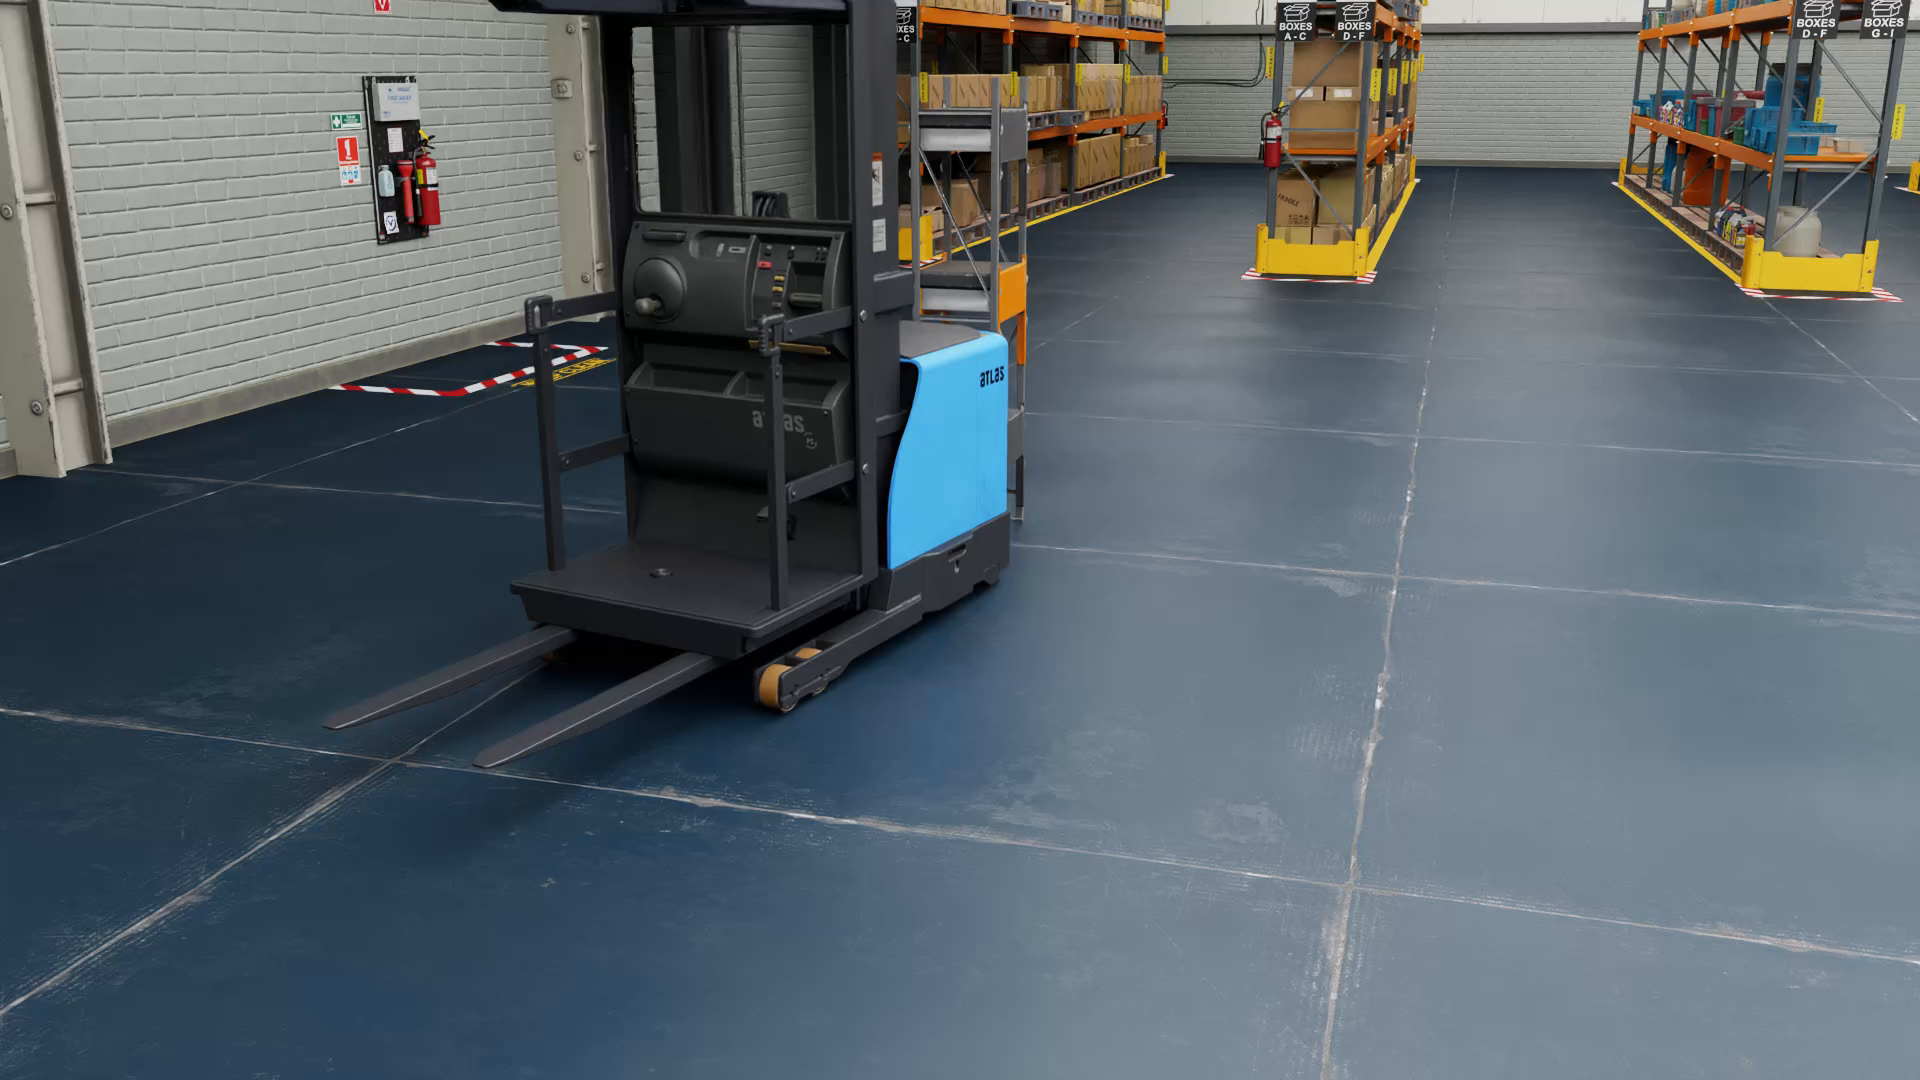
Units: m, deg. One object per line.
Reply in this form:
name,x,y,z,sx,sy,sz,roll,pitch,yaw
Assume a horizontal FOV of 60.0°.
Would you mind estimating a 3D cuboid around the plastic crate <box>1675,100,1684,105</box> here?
plastic crate,12.583,-7.461,28.746,0.437,0.282,0.530,5,16,16

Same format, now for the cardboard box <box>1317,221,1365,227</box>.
cardboard box,4.318,-3.483,18.882,0.500,0.250,0.500,5,16,16

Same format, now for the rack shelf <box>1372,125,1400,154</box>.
rack shelf,5.519,-5.574,23.301,1.077,0.370,4.000,5,16,16

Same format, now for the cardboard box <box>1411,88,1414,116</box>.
cardboard box,7.917,-7.915,30.053,0.500,0.500,0.500,5,16,16

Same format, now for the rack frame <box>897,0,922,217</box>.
rack frame,-0.936,-4.733,19.019,1.000,3.000,0.127,5,16,16

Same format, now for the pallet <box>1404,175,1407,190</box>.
pallet,7.765,-6.648,30.880,1.003,0.211,1.213,5,16,16

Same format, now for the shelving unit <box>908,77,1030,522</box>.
shelving unit,0.047,-1.053,7.696,0.431,2.100,0.503,5,16,16

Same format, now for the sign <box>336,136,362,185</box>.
sign,-4.267,-2.651,11.612,0.001,0.329,0.234,5,16,16

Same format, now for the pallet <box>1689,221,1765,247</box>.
pallet,9.885,-3.878,21.116,1.003,0.211,1.213,5,16,16

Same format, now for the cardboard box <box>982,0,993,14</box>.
cardboard box,0.138,-6.998,21.287,0.500,0.500,0.500,3,16,11

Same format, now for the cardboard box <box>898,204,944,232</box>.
cardboard box,-0.492,-3.974,20.466,0.500,0.311,0.500,6,17,20

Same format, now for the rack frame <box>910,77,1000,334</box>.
rack frame,-0.022,-0.990,7.470,0.400,2.100,0.015,5,16,16

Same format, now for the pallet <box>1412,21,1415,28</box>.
pallet,6.972,-8.677,27.771,1.213,0.211,1.003,5,16,16

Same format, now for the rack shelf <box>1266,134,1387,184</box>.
rack shelf,4.382,-4.527,19.611,1.077,0.370,4.000,5,16,16

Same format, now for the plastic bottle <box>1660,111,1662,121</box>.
plastic bottle,11.406,-6.879,26.951,0.097,0.201,0.097,0,16,0

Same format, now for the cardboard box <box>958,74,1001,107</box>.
cardboard box,0.226,-5.799,21.642,0.500,0.500,0.500,5,16,16

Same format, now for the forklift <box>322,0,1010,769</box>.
forklift,-0.925,-0.955,5.827,1.130,2.935,3.031,8,18,27

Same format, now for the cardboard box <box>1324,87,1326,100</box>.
cardboard box,3.813,-4.893,18.213,0.380,0.149,0.250,5,17,17

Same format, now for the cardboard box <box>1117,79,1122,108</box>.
cardboard box,2.584,-7.933,29.536,0.500,0.500,0.500,4,16,15

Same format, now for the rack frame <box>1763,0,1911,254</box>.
rack frame,8.562,-3.965,16.311,1.000,3.000,0.127,5,16,16

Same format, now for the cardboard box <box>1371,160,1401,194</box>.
cardboard box,6.782,-5.817,26.616,0.500,0.500,0.500,4,16,15

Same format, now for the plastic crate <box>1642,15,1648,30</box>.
plastic crate,12.732,-9.452,30.399,0.497,0.269,0.590,5,16,16

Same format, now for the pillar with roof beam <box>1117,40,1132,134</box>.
pillar with roof beam,7.676,-12.245,34.509,9.100,9.000,0.400,5,16,16

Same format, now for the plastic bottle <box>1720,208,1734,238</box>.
plastic bottle,9.018,-3.720,19.497,0.144,0.351,0.185,4,16,14

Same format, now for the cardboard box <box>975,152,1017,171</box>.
cardboard box,0.515,-5.459,23.978,0.500,0.250,0.500,4,16,15

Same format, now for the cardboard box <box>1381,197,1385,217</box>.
cardboard box,5.449,-4.496,22.451,0.500,0.250,0.500,5,17,17

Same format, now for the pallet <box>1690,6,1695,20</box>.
pallet,11.147,-7.603,23.985,1.003,0.211,1.213,5,16,16

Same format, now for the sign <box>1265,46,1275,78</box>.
sign,3.298,-5.067,17.639,0.100,0.325,0.005,5,16,16

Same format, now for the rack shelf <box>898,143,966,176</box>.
rack shelf,-0.368,-4.910,20.962,1.077,0.370,4.000,5,16,16

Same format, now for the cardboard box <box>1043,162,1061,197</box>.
cardboard box,1.182,-5.643,26.001,0.700,0.500,0.500,5,17,17

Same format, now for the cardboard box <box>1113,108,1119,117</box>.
cardboard box,2.600,-7.583,29.491,0.380,0.149,0.250,5,17,17

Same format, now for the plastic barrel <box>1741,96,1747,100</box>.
plastic barrel,10.628,-5.716,22.279,0.421,0.512,0.421,0,16,0

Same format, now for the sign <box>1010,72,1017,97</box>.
sign,0.723,-6.156,22.450,0.100,0.325,0.005,5,16,16

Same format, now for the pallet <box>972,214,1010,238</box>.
pallet,0.043,-4.260,22.460,1.003,0.211,1.213,5,16,16

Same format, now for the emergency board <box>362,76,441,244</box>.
emergency board,-4.011,-2.770,12.098,0.194,1.169,0.643,5,16,16

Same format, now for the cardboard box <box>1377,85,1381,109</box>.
cardboard box,6.158,-6.867,25.588,0.700,0.500,0.500,-1,16,-3

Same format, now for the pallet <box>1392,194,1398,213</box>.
pallet,6.336,-5.294,26.106,1.003,0.211,1.213,5,16,16

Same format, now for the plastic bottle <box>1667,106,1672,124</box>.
plastic bottle,11.087,-6.620,25.907,0.097,0.271,0.097,0,16,0

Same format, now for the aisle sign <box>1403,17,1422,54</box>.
aisle sign,8.674,-9.781,32.051,0.394,0.787,0.004,5,16,16

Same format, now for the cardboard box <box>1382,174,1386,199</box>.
cardboard box,5.454,-4.765,22.373,0.500,0.311,0.500,4,16,15

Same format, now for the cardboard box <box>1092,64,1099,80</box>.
cardboard box,2.004,-7.758,27.546,0.500,0.250,0.500,5,17,16

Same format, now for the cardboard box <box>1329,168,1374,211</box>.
cardboard box,4.737,-4.237,20.166,0.500,0.500,0.500,5,16,16

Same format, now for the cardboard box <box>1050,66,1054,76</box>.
cardboard box,1.268,-7.305,25.910,0.380,0.149,0.250,2,16,9

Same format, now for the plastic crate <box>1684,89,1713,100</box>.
plastic crate,12.466,-7.378,28.118,0.402,0.464,0.583,5,16,16

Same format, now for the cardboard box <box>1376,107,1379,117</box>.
cardboard box,5.942,-6.308,24.736,0.500,0.311,0.500,6,17,19

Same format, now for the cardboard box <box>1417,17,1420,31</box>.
cardboard box,8.186,-9.490,30.569,0.500,0.250,0.500,5,16,16

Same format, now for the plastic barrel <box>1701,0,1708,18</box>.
plastic barrel,10.394,-7.544,22.514,0.600,0.901,0.600,0,16,0

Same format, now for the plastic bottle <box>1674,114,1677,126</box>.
plastic bottle,10.823,-6.343,25.060,0.097,0.201,0.097,0,16,0

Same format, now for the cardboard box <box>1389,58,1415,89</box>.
cardboard box,7.628,-8.120,28.945,0.500,0.500,0.500,5,17,17
